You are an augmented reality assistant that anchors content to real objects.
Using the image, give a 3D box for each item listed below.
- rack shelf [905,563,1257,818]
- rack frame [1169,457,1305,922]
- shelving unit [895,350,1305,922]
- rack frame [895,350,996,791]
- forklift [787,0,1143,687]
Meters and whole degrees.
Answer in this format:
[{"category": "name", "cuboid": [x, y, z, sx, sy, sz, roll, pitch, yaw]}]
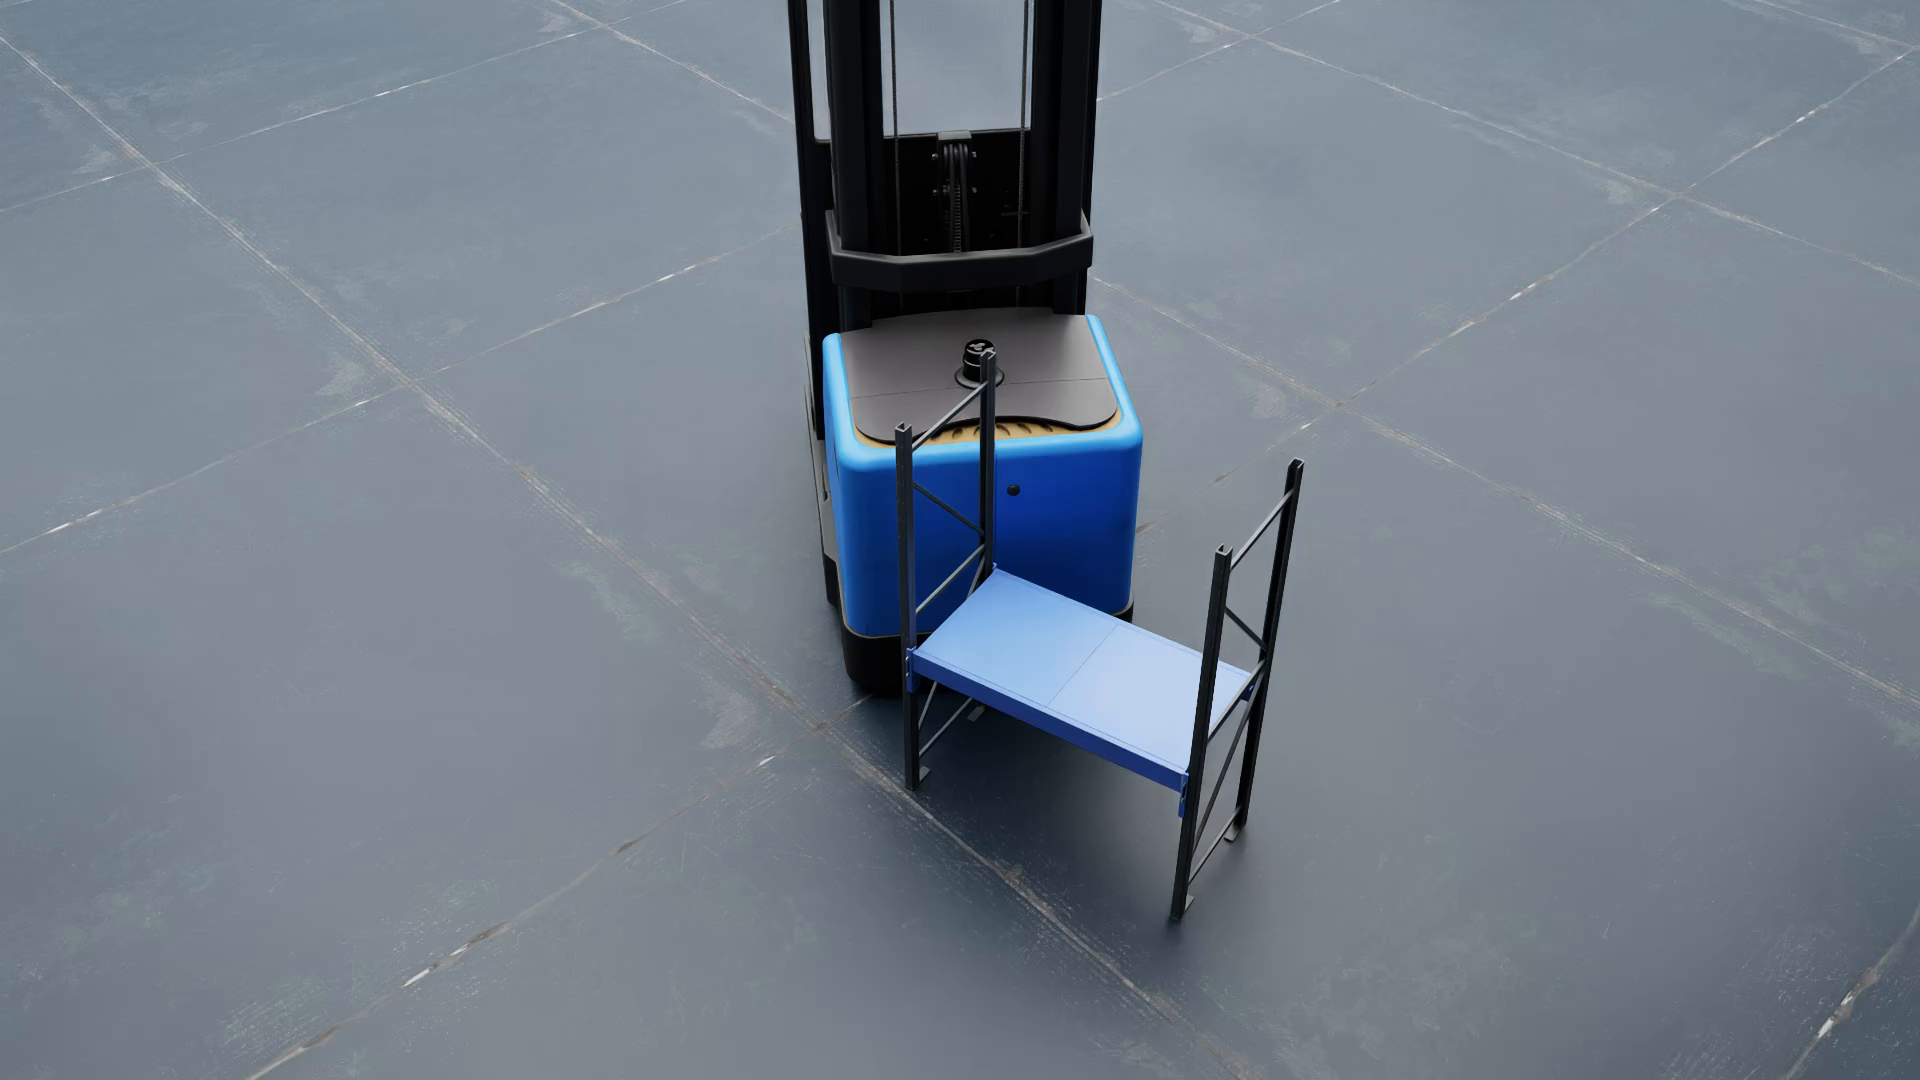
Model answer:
[{"category": "rack shelf", "cuboid": [0.387, 0.453, 5.282, 1.000, 0.185, 0.538, 22, 44, 25]}, {"category": "rack frame", "cuboid": [0.813, 0.487, 4.953, 0.032, 1.500, 0.500, 22, 44, 25]}, {"category": "shelving unit", "cuboid": [0.387, 0.313, 5.169, 1.048, 1.500, 0.538, 22, 44, 25]}, {"category": "rack frame", "cuboid": [-0.038, 0.138, 5.385, 0.032, 1.500, 0.500, 22, 44, 25]}, {"category": "forklift", "cuboid": [-0.086, -1.533, 6.315, 1.130, 2.935, 3.031, -5, 39, -6]}]
